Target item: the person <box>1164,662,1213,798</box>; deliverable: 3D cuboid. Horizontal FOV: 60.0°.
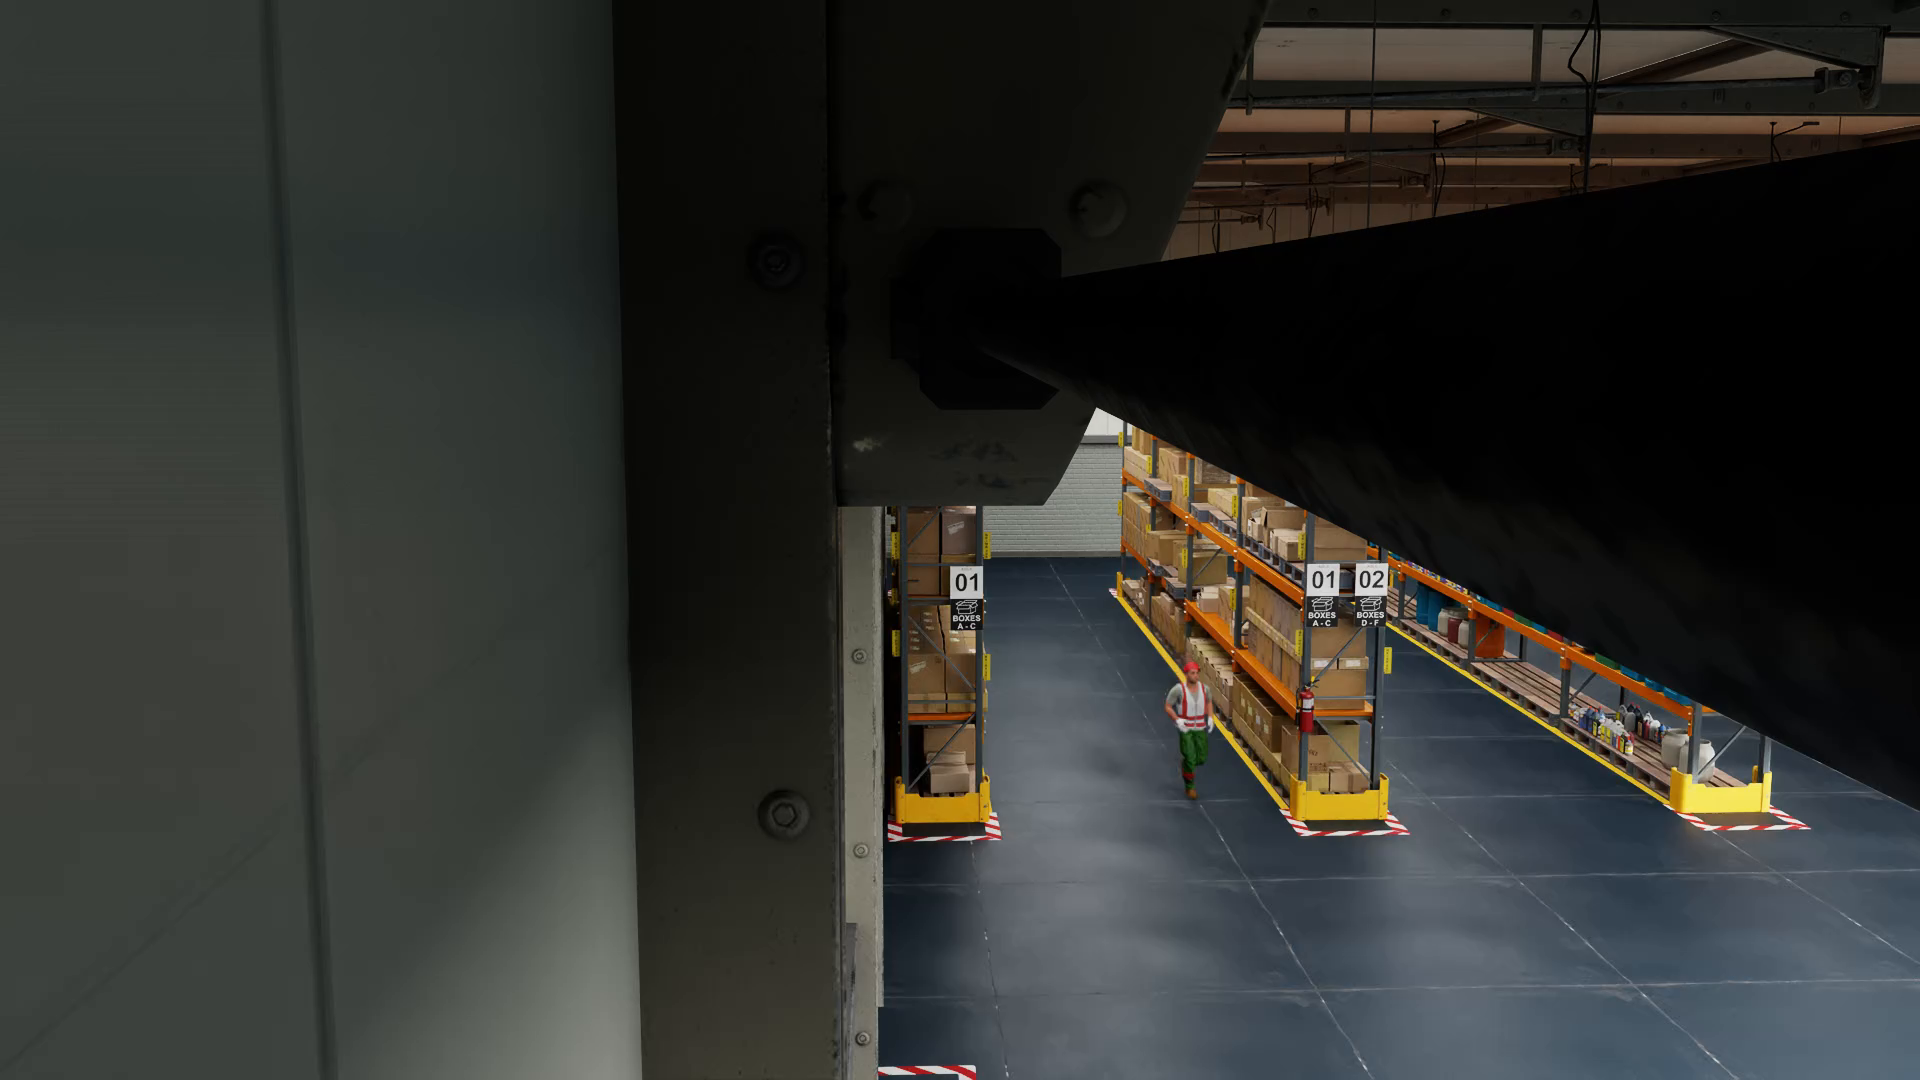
[{"bbox_3d":[2.956,2.418,21.481,0.686,1.748,0.633,-3,8,-18],"label":"person"}]
